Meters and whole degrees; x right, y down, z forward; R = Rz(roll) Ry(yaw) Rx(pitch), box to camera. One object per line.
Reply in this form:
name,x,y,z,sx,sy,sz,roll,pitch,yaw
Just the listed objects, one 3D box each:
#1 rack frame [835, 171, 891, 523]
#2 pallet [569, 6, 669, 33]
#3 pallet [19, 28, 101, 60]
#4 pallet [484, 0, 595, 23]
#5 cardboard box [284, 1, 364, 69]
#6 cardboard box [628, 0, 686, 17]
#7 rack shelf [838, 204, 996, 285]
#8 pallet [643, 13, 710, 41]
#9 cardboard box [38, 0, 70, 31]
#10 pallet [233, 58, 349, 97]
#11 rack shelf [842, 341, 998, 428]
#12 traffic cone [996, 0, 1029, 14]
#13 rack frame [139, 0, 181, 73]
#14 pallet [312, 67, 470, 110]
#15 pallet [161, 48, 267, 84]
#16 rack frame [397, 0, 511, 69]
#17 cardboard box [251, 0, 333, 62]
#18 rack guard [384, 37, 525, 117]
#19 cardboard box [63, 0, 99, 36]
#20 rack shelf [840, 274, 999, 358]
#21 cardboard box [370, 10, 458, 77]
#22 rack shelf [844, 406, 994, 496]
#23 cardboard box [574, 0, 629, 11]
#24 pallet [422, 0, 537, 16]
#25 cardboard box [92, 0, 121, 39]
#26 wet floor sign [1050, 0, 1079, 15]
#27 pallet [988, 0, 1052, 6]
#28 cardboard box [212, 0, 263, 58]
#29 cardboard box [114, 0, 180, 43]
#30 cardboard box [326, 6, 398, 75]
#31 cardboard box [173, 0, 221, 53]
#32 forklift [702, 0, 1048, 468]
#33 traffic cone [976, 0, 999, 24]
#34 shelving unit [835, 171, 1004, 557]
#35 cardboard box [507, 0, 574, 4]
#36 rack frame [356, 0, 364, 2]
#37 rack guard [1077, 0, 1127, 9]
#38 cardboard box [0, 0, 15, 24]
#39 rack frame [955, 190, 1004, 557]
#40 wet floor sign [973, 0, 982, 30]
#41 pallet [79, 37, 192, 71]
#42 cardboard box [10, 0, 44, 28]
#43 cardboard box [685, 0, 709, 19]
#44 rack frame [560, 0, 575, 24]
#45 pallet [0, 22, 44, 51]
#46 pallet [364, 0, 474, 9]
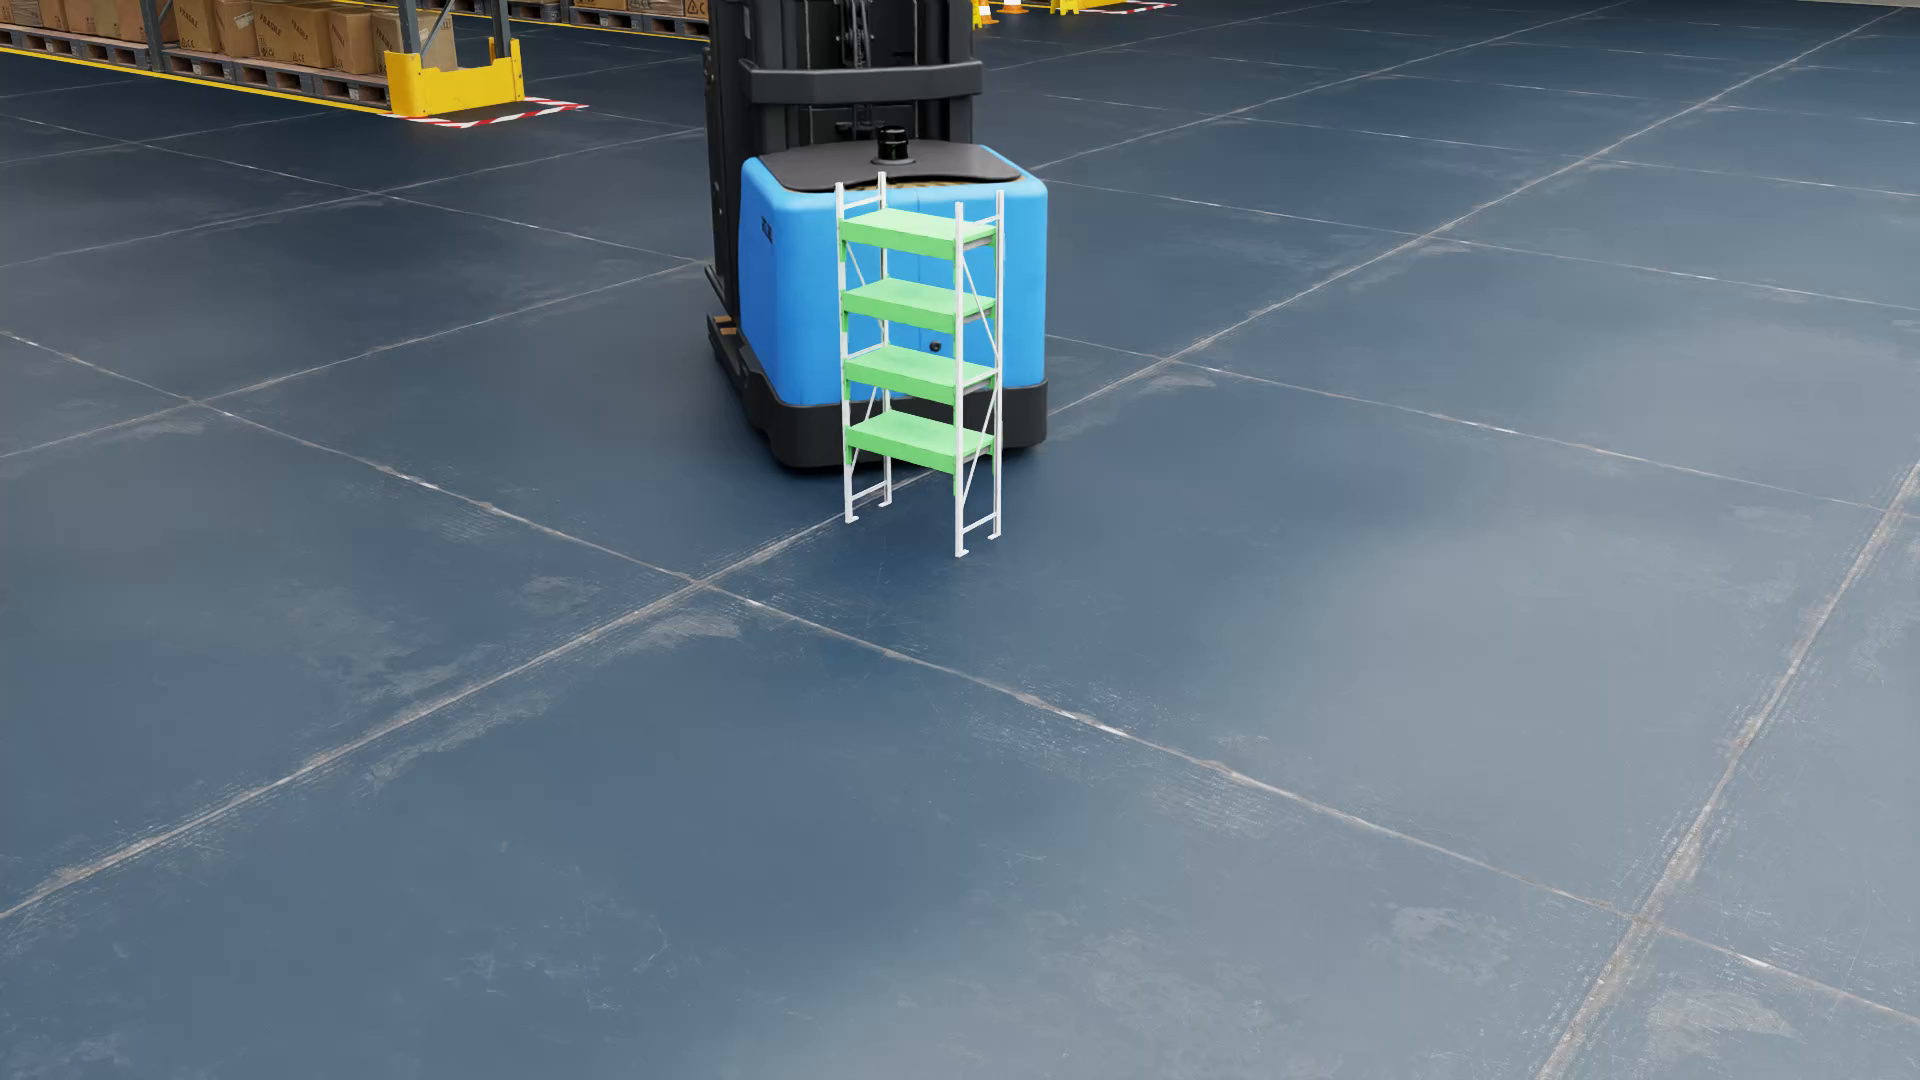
rack frame,-0.328,-0.648,5.733,0.015,1.200,0.240,17,29,33
pallet,-3.757,-6.086,19.301,1.213,0.211,1.003,17,29,33
pallet,-8.979,-5.202,17.294,1.213,0.211,1.003,17,29,33
pallet,-4.982,-6.457,20.144,1.213,0.211,1.003,17,29,33
cardboard box,-5.652,-4.524,14.876,0.500,0.500,0.500,20,31,38
cardboard box,-3.134,-6.400,18.669,0.875,0.875,0.875,17,29,34
rack shelf,-0.132,-0.970,5.431,0.480,0.148,0.258,17,29,33
pallet,-2.777,-5.791,18.632,1.213,0.211,1.003,17,29,33
cardboard box,-9.118,-5.599,17.293,0.500,0.500,0.700,20,31,38
pallet,-5.836,-4.273,15.187,1.213,0.211,1.003,17,29,33
rack shelf,-0.132,-0.531,5.625,0.480,0.148,0.258,17,29,33
traffic cone,0.652,-6.752,20.501,0.334,0.463,0.336,17,29,33
rack frame,-7.375,-5.995,15.637,0.127,3.000,1.000,17,29,33
pallet,-4.864,-3.978,14.517,1.213,0.211,1.003,17,29,33
pallet,-6.816,-4.568,15.856,1.213,0.211,1.003,17,29,33
rack frame,-4.174,-5.028,13.441,0.127,3.000,1.000,17,29,33
cardboard box,-6.072,-4.673,15.215,0.500,0.500,0.500,14,27,29
rack guard,-4.235,-3.902,13.987,0.348,0.500,1.175,17,29,33
cardboard box,-8.671,-5.465,16.987,0.500,0.500,0.700,14,27,29
rack shelf,-0.132,-0.750,5.528,0.480,0.148,0.258,17,29,33
cardboard box,-4.663,-4.233,14.216,0.500,0.500,0.500,-20,31,-38
rack shelf,-0.132,-0.311,5.721,0.480,0.148,0.258,17,29,33
cardboard box,-3.858,-6.616,19.160,0.875,0.875,0.875,17,29,34
pallet,-5.962,-6.752,20.813,1.213,0.211,1.003,17,29,33
cardboard box,-8.223,-5.330,16.680,0.500,0.500,0.700,17,29,33
wet floor sign,1.280,-6.757,20.285,0.267,0.644,0.232,-15,28,-30
pallet,1.080,-7.175,21.774,1.213,0.211,1.003,17,29,33
cardboard box,-6.616,-4.798,15.498,0.500,0.500,0.500,-16,28,-31
cardboard box,-7.853,-5.208,16.405,0.500,0.500,0.700,14,28,29
cardboard box,-5.162,-4.366,14.519,0.500,0.500,0.500,-17,29,-34
cardboard box,-7.079,-4.934,15.807,0.500,0.500,0.500,16,28,32
forklift,-0.549,-2.178,7.059,1.130,2.935,3.031,-6,25,-14
traffic cone,0.258,-6.312,19.501,0.334,0.463,0.336,17,29,33
shelving unit,-0.132,-0.589,5.599,0.503,1.200,0.258,17,29,33
cardboard box,-4.870,-6.855,19.857,0.750,0.750,1.050,17,29,33
rack frame,-7.520,-8.538,21.408,0.127,3.000,1.000,17,29,33
rack guard,1.709,-7.100,21.244,0.348,0.500,1.175,17,29,33
cardboard box,-10.027,-5.864,17.894,0.500,0.500,0.700,15,28,31
rack frame,0.063,-0.530,5.465,0.015,1.200,0.240,17,29,33
wet floor sign,0.092,-6.158,18.927,0.232,0.644,0.267,12,26,24
pallet,-7.998,-4.907,16.625,1.213,0.211,1.003,17,29,33
cardboard box,-9.576,-5.734,17.599,0.500,0.500,0.700,14,27,29
cardboard box,-2.406,-6.178,18.167,0.875,0.875,0.875,16,29,32
rack frame,-4.319,-7.571,19.213,0.127,3.000,1.000,17,29,33
pallet,-9.951,-5.497,17.964,1.213,0.211,1.003,17,29,33
pallet,-6.934,-7.047,21.483,1.213,0.211,1.003,17,29,33
